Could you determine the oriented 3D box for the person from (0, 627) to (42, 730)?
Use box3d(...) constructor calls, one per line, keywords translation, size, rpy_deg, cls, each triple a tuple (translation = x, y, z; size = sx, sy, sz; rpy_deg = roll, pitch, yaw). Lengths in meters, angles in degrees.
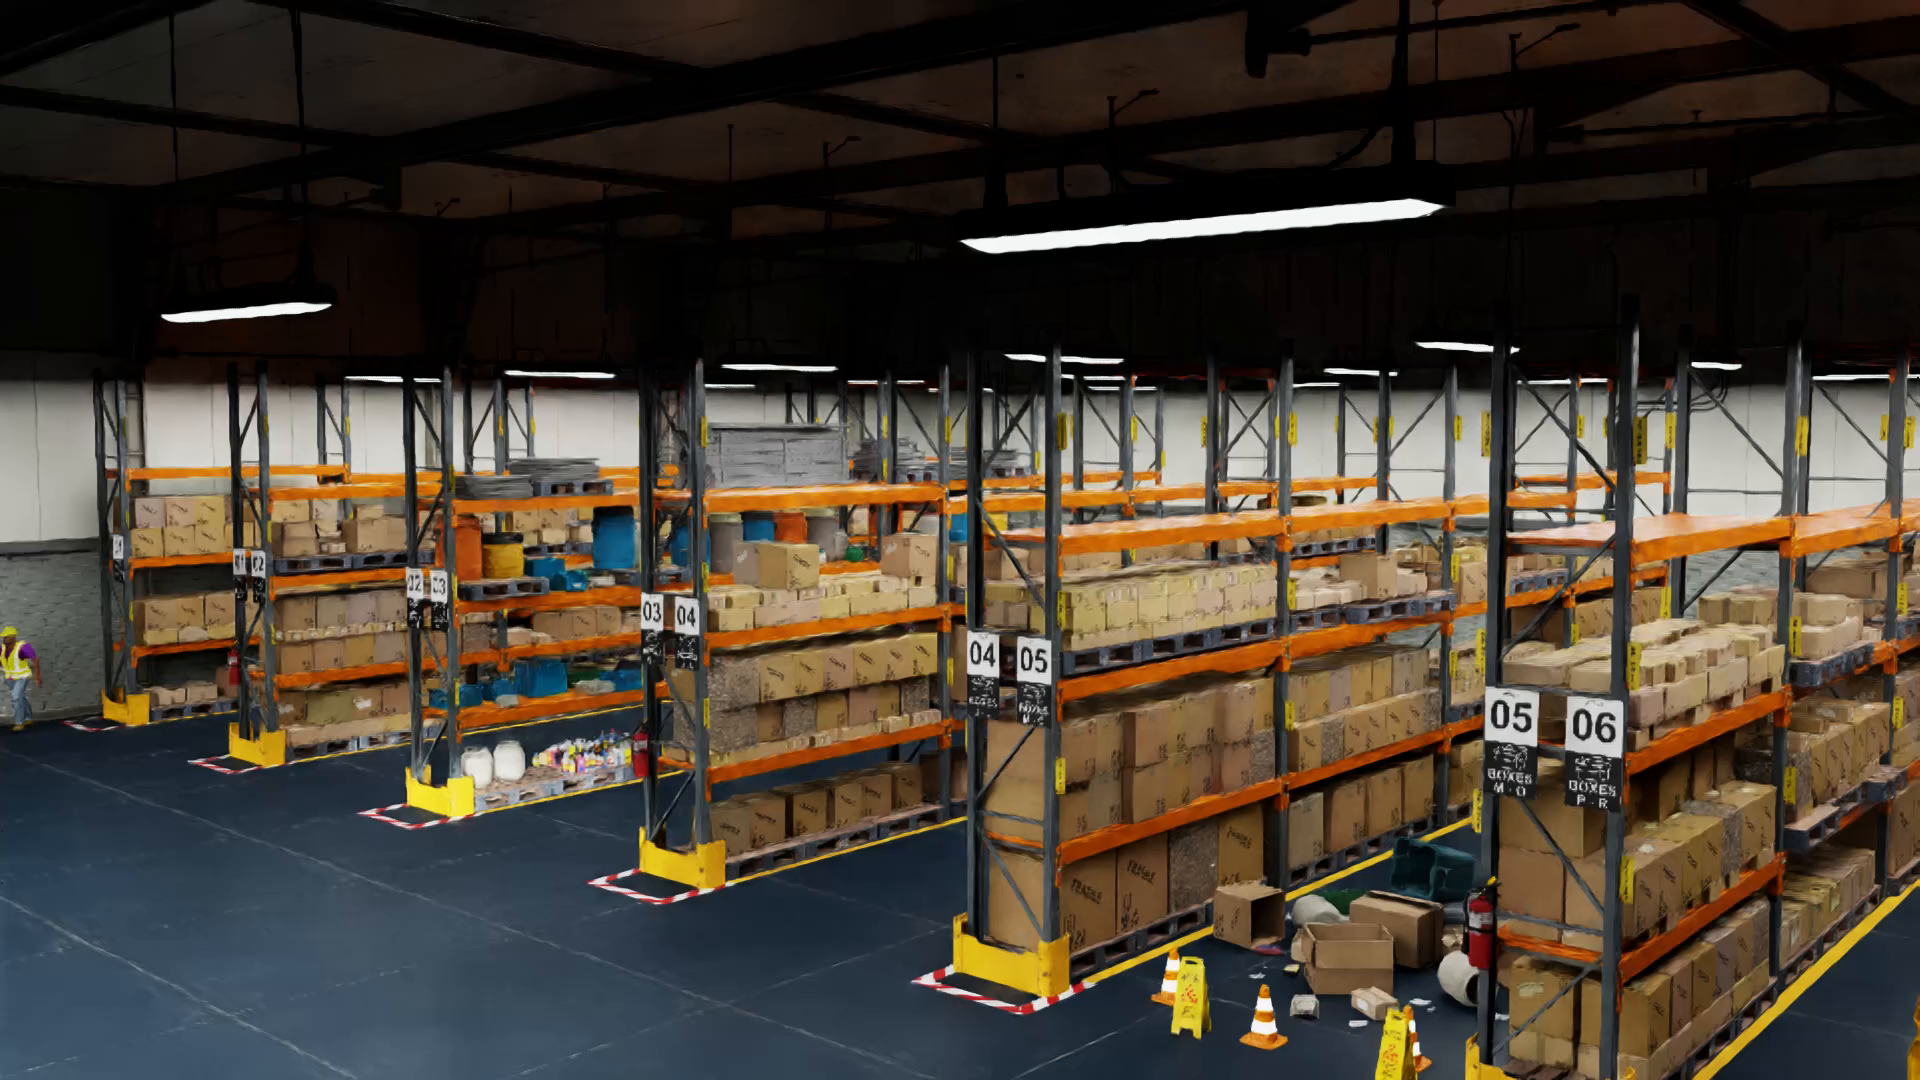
box3d(translation=(-15.644, 2.274, 27.594), size=(0.702, 1.706, 0.765), rpy_deg=(1, 4, 19), cls="person")
